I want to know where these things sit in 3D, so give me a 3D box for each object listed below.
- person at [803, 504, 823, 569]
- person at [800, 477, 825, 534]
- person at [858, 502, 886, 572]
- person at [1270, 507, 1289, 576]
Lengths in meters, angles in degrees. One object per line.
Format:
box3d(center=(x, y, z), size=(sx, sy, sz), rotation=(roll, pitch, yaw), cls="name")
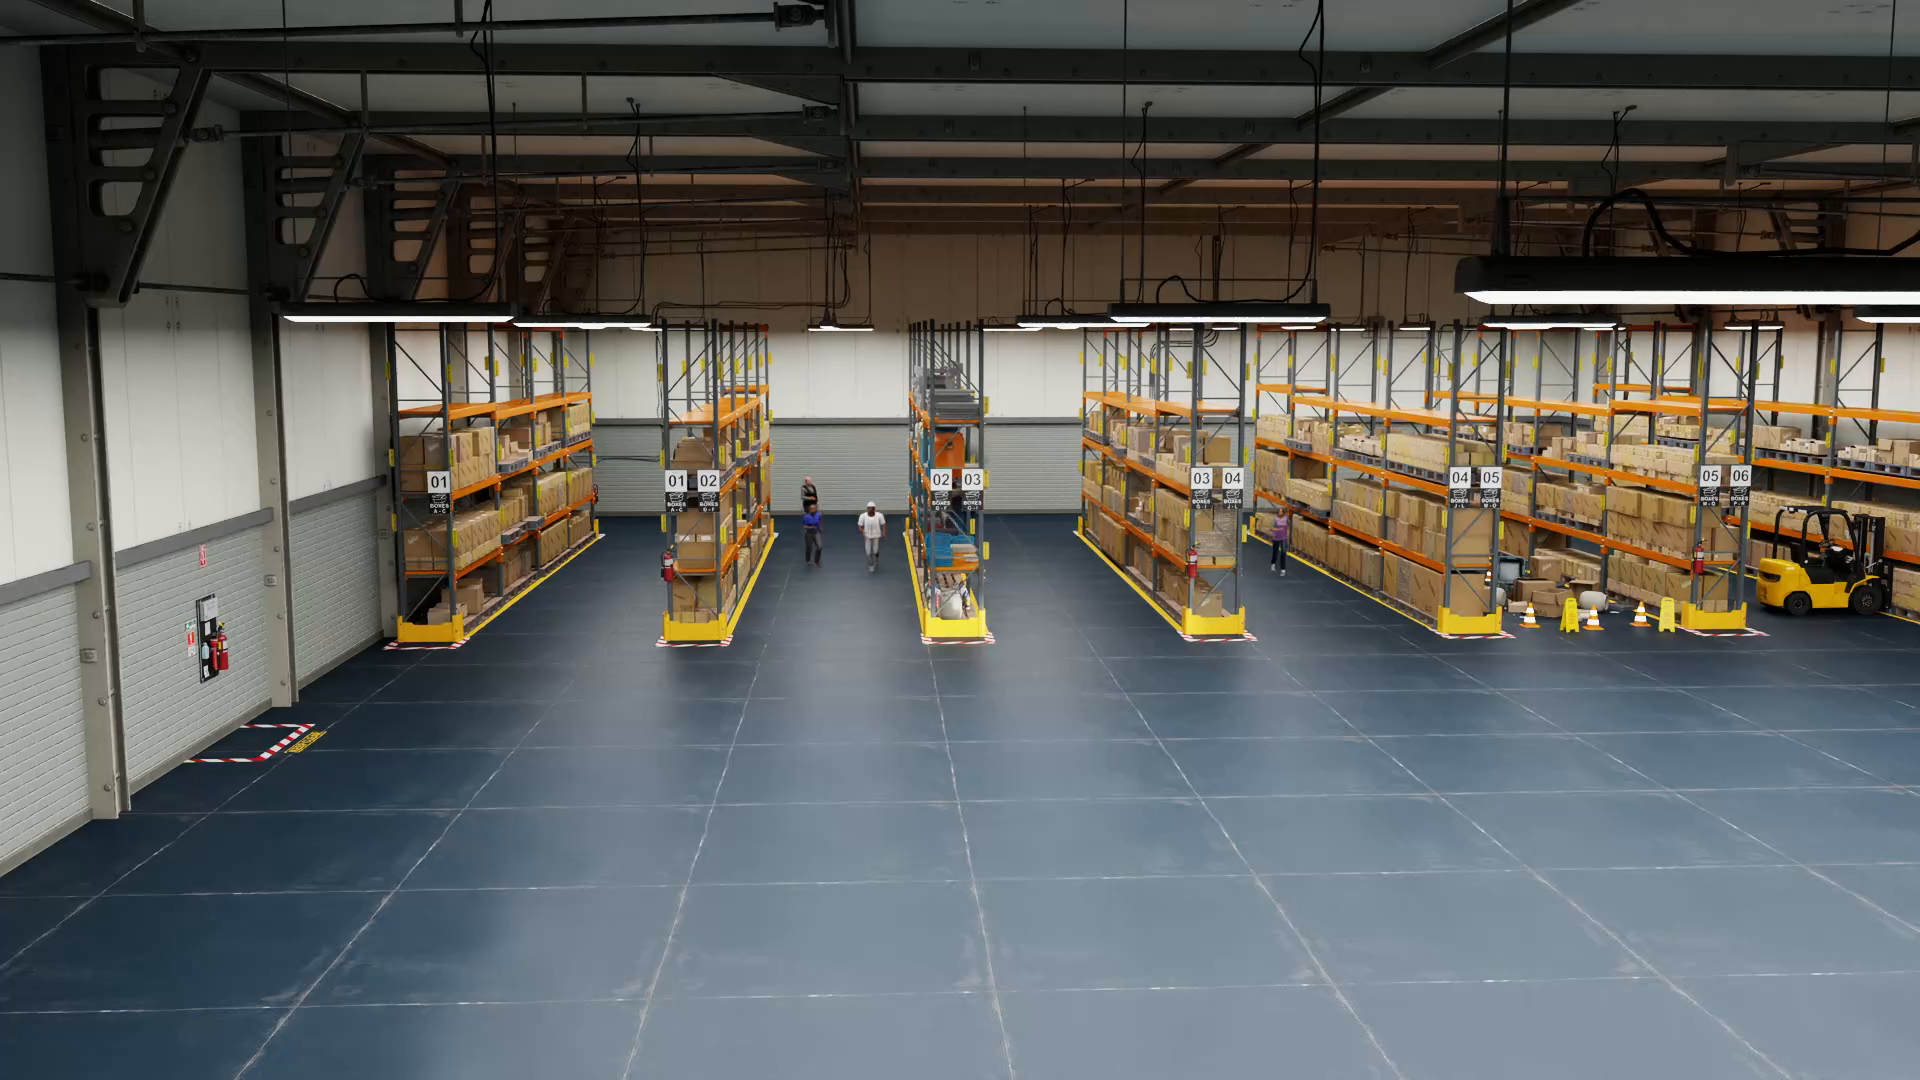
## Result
box3d(center=(-3.615, -0.099, 40.756), size=(0.514, 1.606, 0.913), rotation=(-2, 7, -17), cls="person")
box3d(center=(-4.274, -0.982, 47.738), size=(0.809, 1.696, 0.757), rotation=(-6, 10, -42), cls="person")
box3d(center=(-2.125, -0.109, 40.140), size=(0.688, 1.649, 0.625), rotation=(0, 7, -1), cls="person")
box3d(center=(7.628, 0.003, 39.717), size=(0.540, 1.609, 0.854), rotation=(0, 7, -3), cls="person")
